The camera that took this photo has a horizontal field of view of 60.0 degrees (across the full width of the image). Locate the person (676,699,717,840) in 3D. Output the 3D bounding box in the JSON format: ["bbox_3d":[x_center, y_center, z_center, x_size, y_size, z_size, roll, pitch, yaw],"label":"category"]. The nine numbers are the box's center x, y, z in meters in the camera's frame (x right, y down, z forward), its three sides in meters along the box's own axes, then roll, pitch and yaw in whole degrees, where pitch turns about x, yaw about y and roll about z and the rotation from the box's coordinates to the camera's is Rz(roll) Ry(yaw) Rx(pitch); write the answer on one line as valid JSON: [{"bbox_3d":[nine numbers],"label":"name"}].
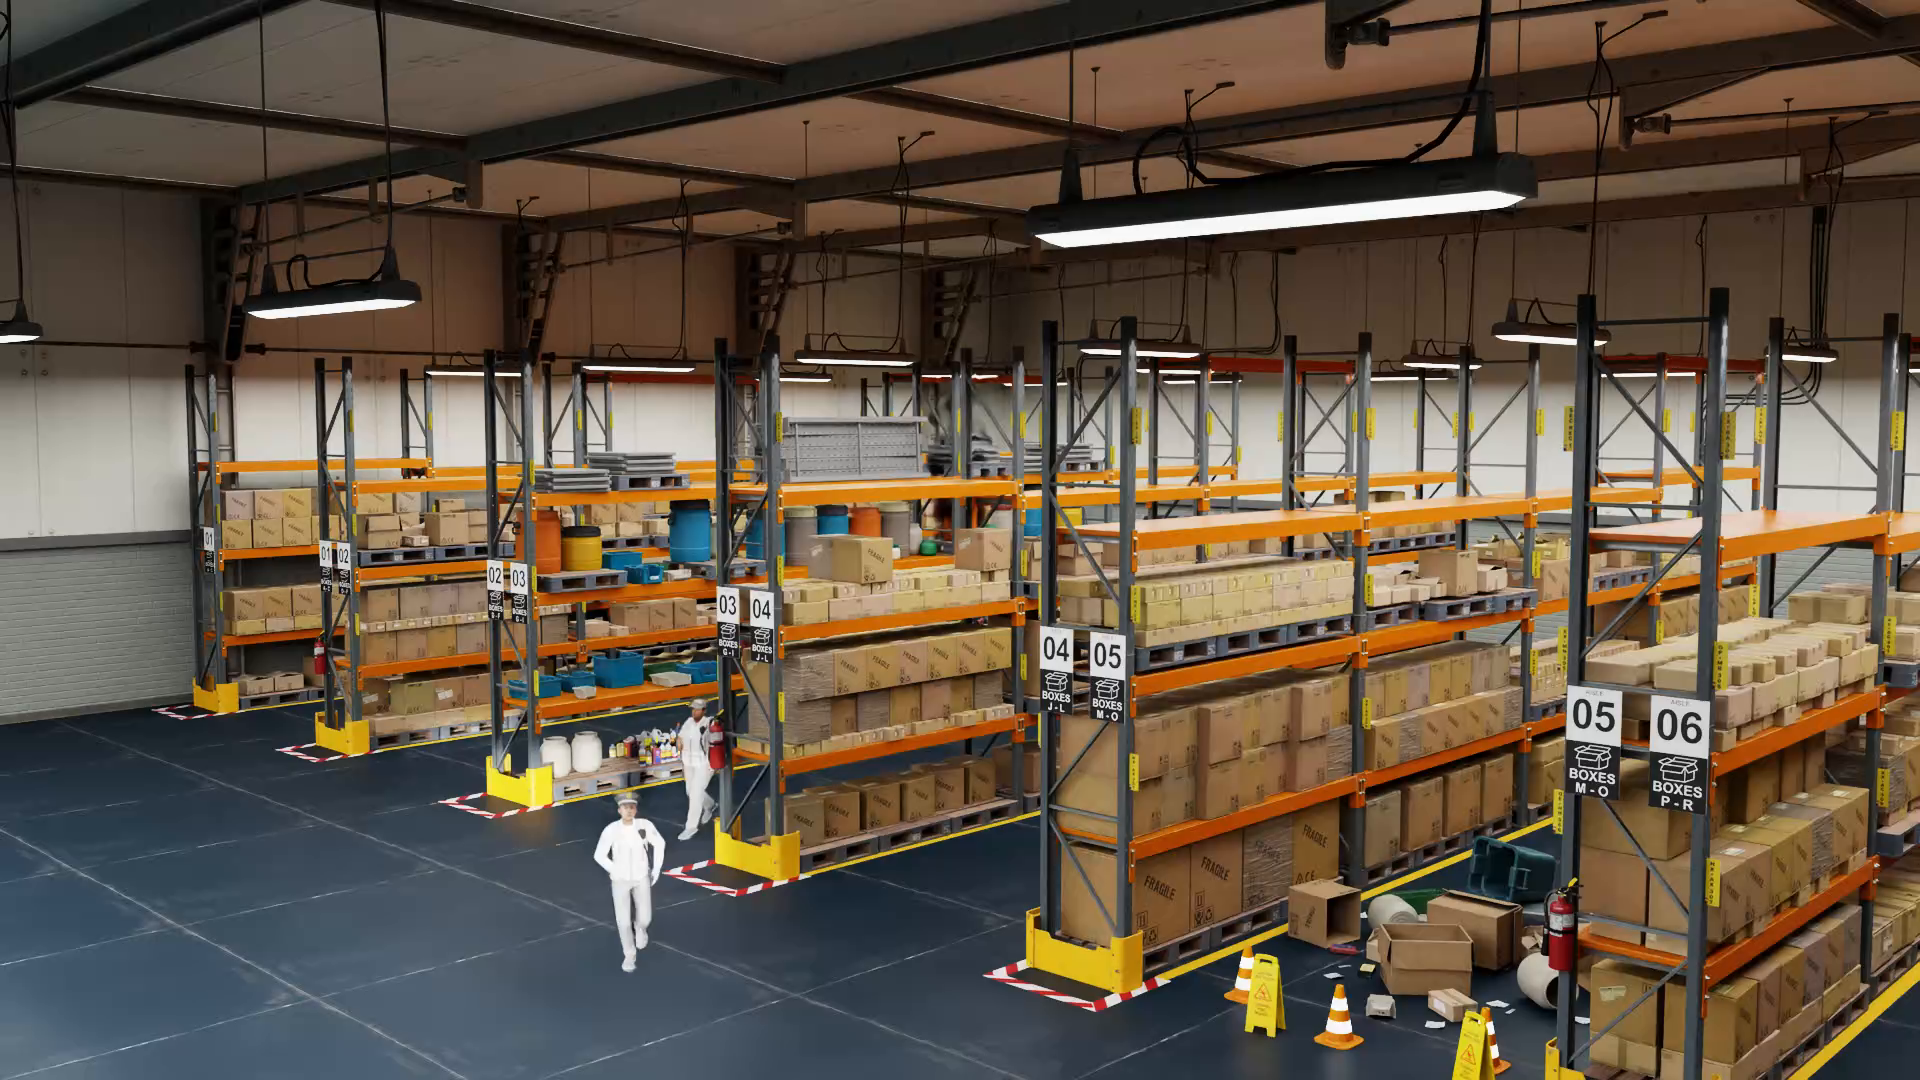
[{"bbox_3d":[-3.178,2.776,20.425,0.655,1.671,0.846,2,5,28],"label":"person"}]

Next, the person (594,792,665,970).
[{"bbox_3d":[-3.056,3.157,15.452,0.658,1.666,0.538,-1,5,-16],"label":"person"}]
